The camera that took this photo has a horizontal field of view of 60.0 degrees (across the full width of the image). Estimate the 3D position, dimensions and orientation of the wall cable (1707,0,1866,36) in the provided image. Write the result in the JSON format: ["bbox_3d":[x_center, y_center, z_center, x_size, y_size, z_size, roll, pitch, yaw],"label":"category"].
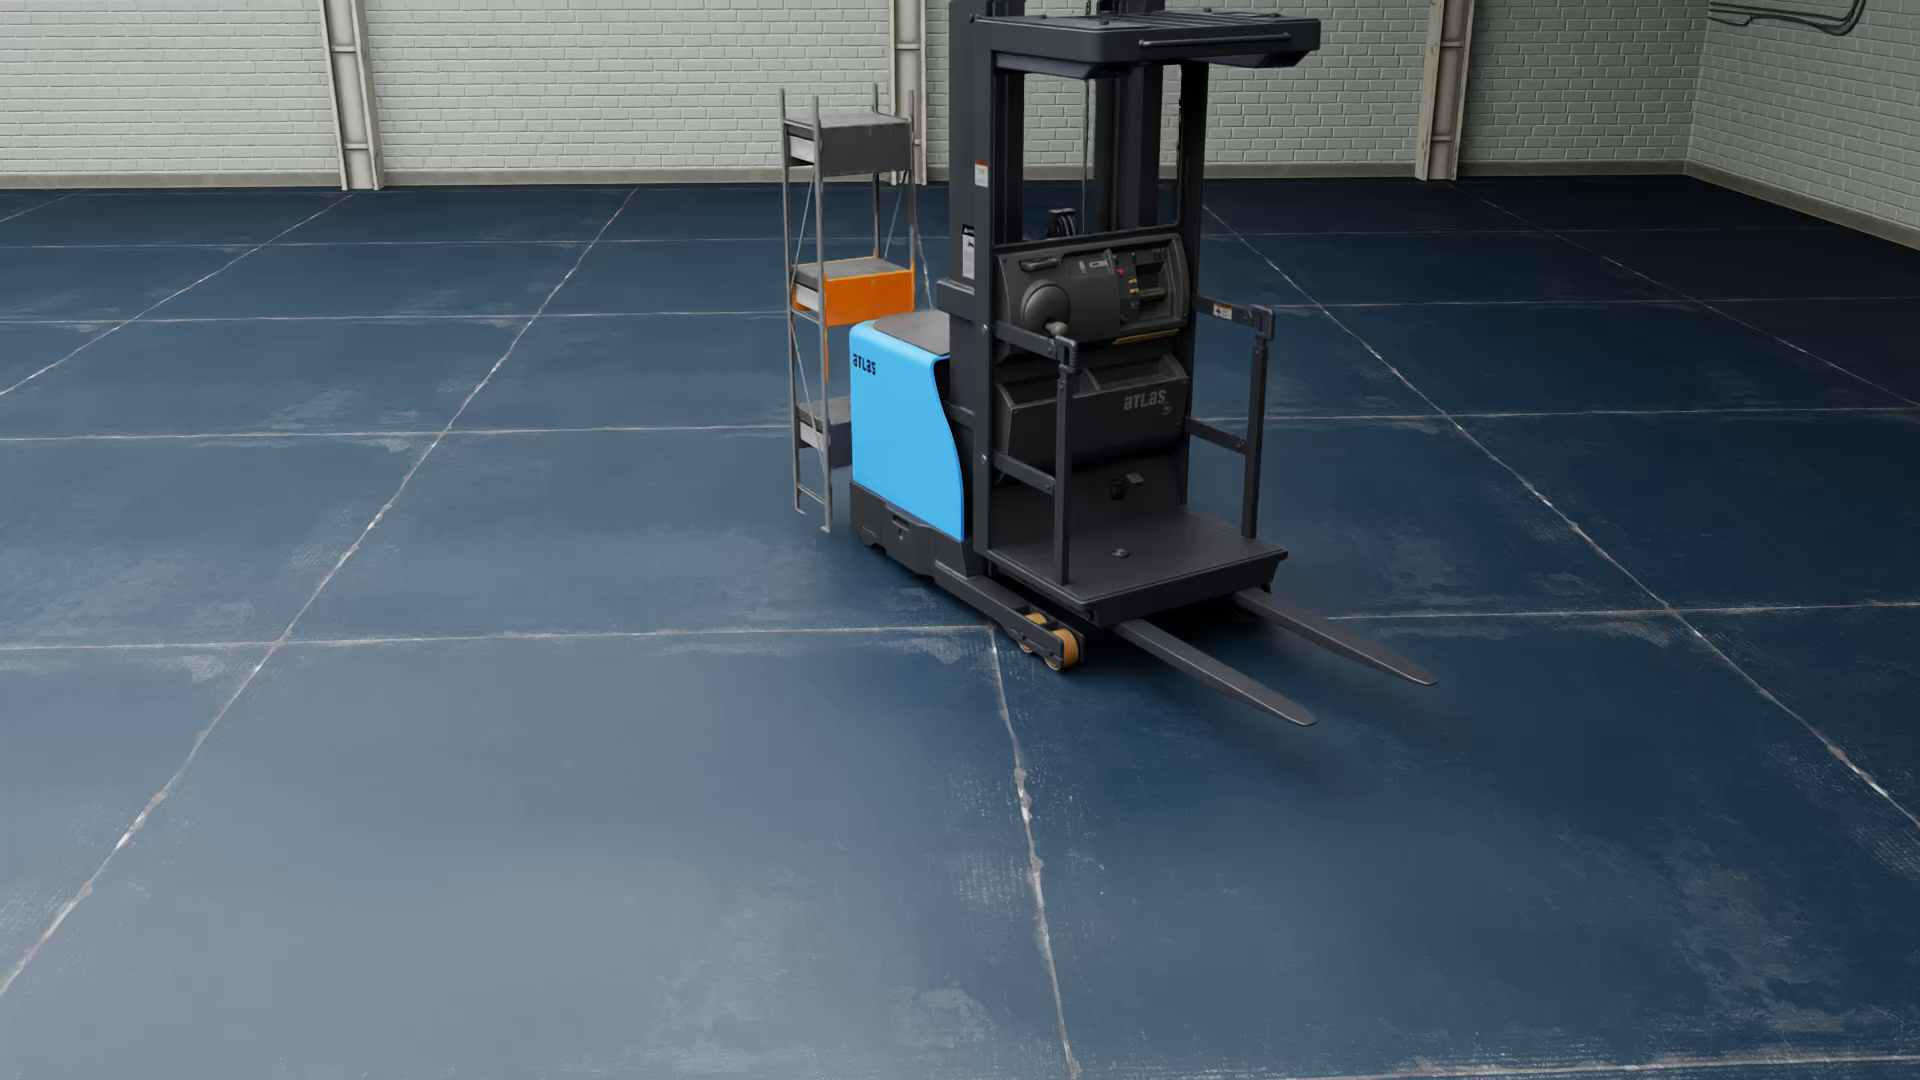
[{"bbox_3d":[8.433,-6.471,16.835,0.112,2.526,3.097,-1,21,-3],"label":"wall cable"}]

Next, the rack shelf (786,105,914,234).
[{"bbox_3d":[-0.529,-1.758,7.859,0.480,0.518,0.431,-12,24,-28],"label":"rack shelf"}]

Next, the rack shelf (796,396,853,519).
[{"bbox_3d":[-0.529,-0.450,8.357,0.480,0.518,0.431,-12,24,-28],"label":"rack shelf"}]

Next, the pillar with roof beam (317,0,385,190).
[{"bbox_3d":[-6.318,-6.559,12.702,0.400,9.000,9.100,-1,21,-3],"label":"pillar with roof beam"}]

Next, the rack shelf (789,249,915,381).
[{"bbox_3d":[-0.529,-1.104,8.108,0.480,0.518,0.431,-12,24,-28],"label":"rack shelf"}]

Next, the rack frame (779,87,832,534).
[{"bbox_3d":[-0.740,-1.073,7.989,0.015,2.100,0.400,-12,24,-28],"label":"rack frame"}]

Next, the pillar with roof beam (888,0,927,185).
[{"bbox_3d":[-0.328,-6.681,13.023,0.400,9.000,9.100,-1,21,-3],"label":"pillar with roof beam"}]

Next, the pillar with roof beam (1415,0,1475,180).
[{"bbox_3d":[5.662,-6.803,13.343,0.400,9.000,9.100,-1,21,-3],"label":"pillar with roof beam"}]

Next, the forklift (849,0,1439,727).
[{"bbox_3d":[0.678,-1.033,6.714,1.130,2.935,3.031,-13,24,-30],"label":"forklift"}]

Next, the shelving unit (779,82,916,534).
[{"bbox_3d":[-0.529,-1.117,8.103,0.503,2.100,0.431,-12,24,-28],"label":"shelving unit"}]

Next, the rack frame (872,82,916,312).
[{"bbox_3d":[-0.318,-1.160,8.217,0.015,2.100,0.400,-12,24,-28],"label":"rack frame"}]
